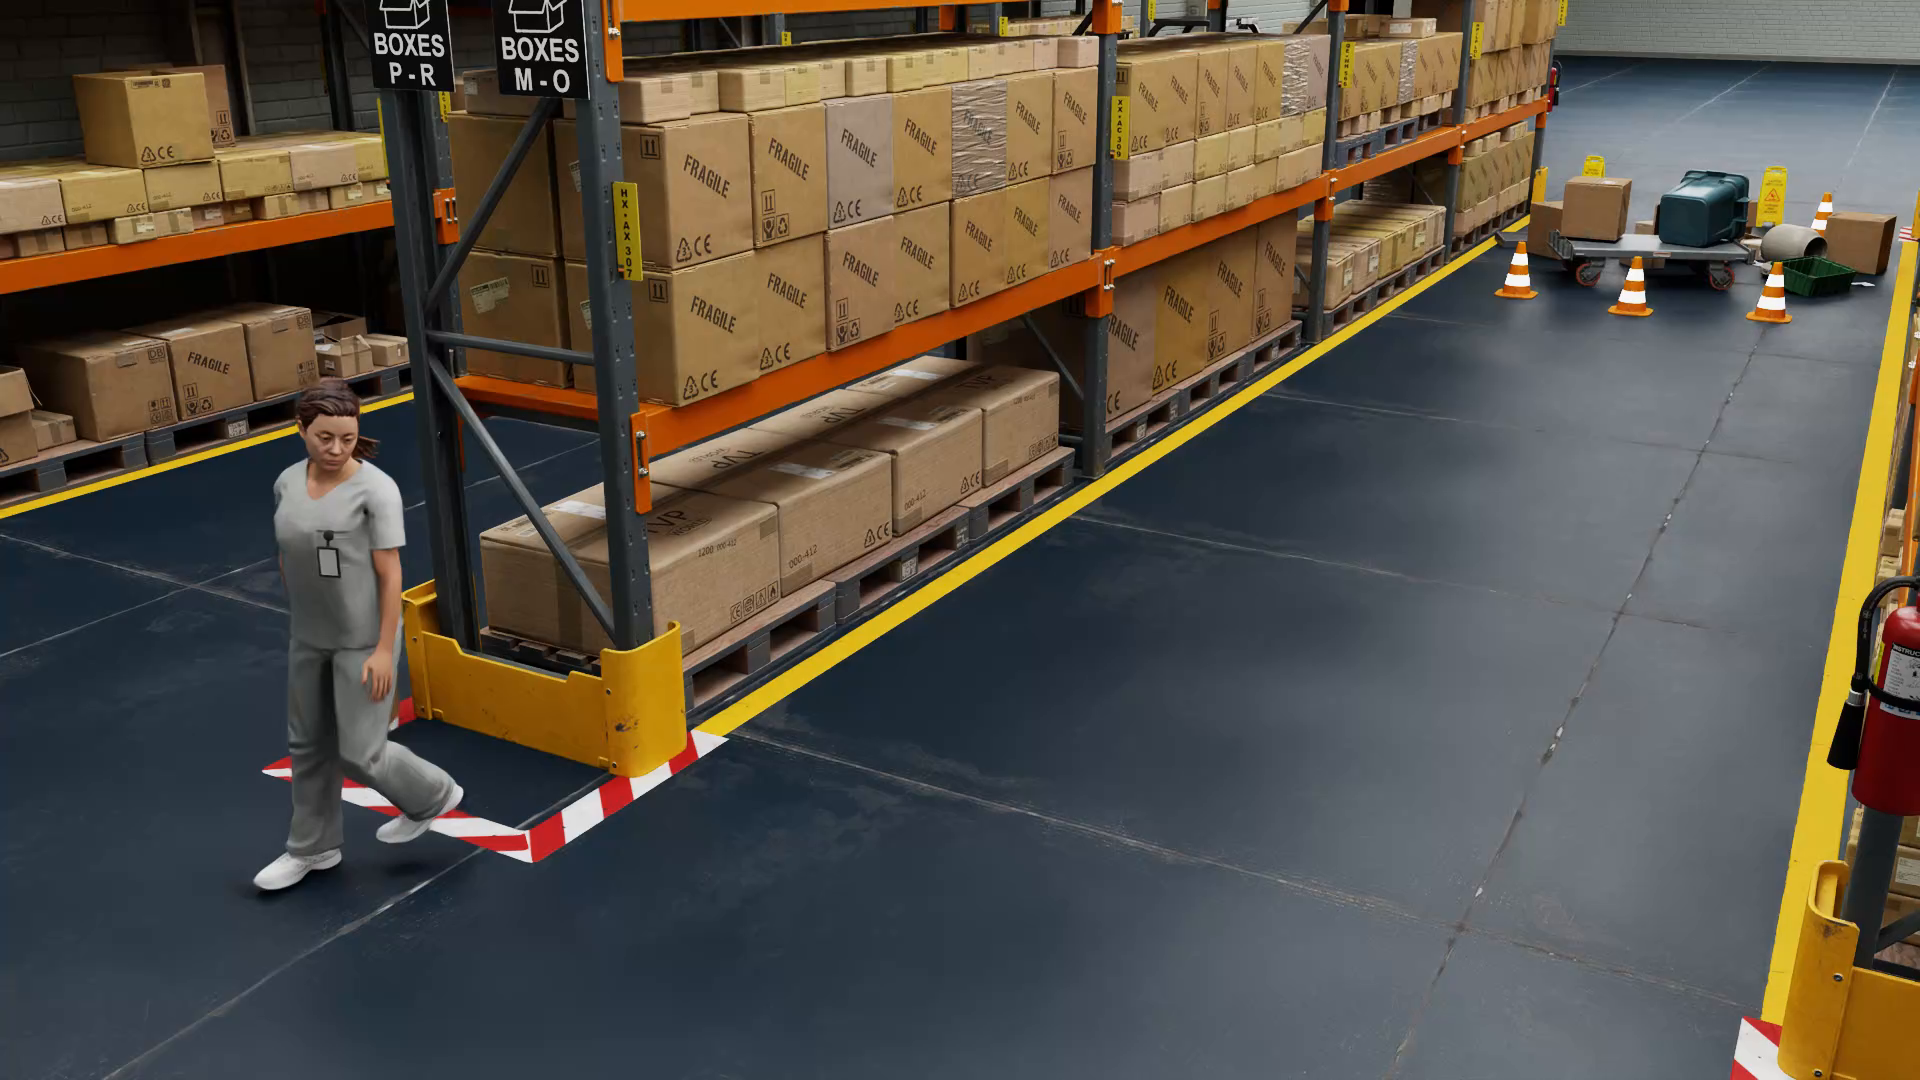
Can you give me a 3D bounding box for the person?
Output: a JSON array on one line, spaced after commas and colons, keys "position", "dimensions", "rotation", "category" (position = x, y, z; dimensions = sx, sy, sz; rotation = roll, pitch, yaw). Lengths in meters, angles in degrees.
[{"position": [-1.936, 0.300, 5.211], "dimensions": [0.533, 1.655, 0.550], "rotation": [7, 21, 18], "category": "person"}]
